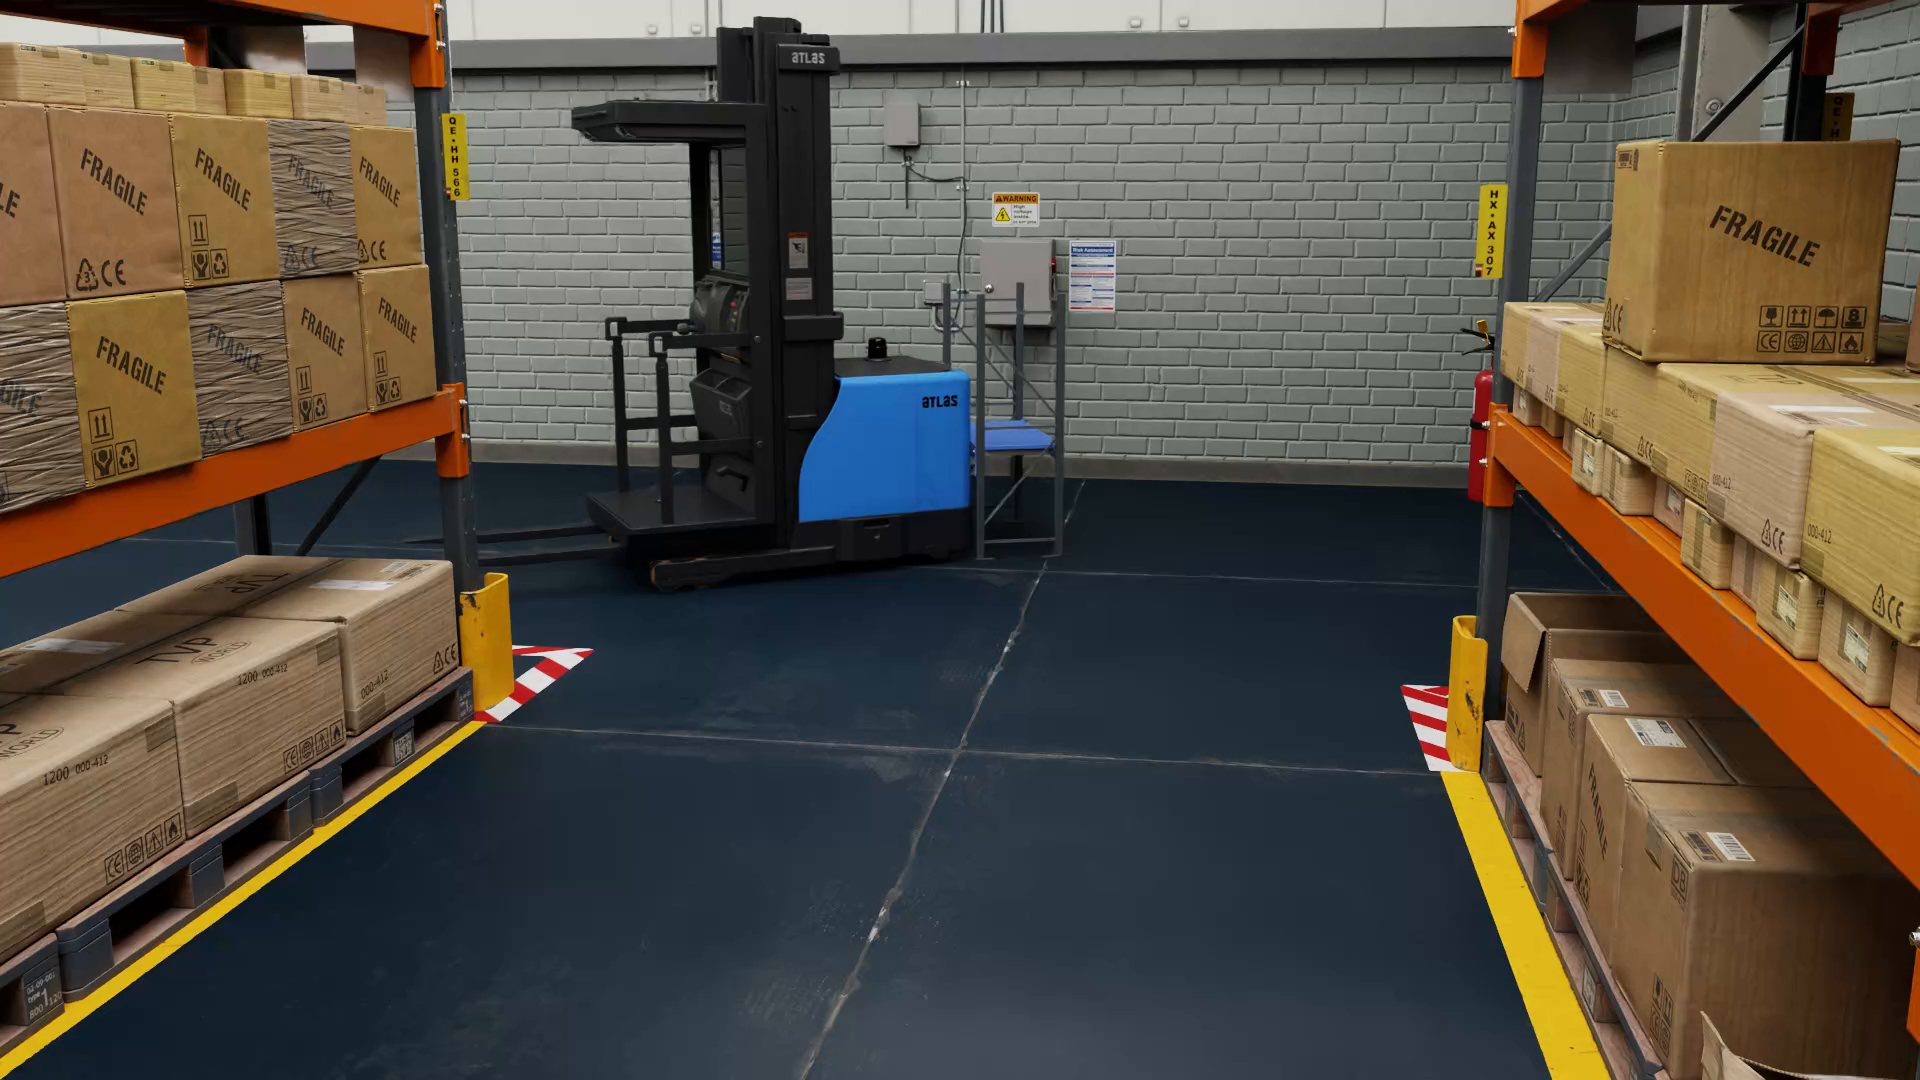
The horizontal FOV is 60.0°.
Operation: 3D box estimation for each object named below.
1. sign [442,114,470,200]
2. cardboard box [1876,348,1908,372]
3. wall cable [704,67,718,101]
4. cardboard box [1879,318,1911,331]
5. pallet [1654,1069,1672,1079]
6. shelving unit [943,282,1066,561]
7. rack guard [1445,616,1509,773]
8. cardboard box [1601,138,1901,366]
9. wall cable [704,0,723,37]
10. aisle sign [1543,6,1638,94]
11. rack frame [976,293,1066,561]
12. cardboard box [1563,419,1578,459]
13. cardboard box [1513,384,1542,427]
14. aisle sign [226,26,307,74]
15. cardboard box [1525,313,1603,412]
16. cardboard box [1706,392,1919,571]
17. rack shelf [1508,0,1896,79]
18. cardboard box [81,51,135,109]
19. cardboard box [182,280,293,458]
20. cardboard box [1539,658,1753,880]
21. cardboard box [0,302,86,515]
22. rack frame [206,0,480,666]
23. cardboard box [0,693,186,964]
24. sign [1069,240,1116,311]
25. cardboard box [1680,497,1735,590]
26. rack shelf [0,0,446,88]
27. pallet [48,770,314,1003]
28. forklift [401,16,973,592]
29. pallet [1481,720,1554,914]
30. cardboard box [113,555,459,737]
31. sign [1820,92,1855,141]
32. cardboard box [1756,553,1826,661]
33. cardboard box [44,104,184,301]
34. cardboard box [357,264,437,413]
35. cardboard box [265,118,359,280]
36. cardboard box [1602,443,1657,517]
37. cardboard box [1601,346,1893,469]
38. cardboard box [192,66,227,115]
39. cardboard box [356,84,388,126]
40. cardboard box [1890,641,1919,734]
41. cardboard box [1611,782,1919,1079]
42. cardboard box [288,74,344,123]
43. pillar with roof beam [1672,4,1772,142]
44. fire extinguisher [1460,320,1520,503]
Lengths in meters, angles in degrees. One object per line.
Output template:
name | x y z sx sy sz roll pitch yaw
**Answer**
sign | -1.946 -1.476 6.411 0.100 0.325 0.005 2 12 9
cardboard box | 2.375 -0.303 3.930 0.500 0.250 0.500 2 12 9
wall cable | -1.636 -2.501 11.993 0.585 1.953 0.123 2 12 9
cardboard box | 2.536 -0.515 4.913 0.500 0.250 0.500 2 12 9
pallet | 1.916 1.398 3.004 1.003 0.211 1.213 2 12 9
shelving unit | 0.241 -0.734 9.837 0.538 1.500 1.048 -2 12 -11
rack guard | 2.413 0.583 6.100 1.175 0.500 0.348 2 12 9
cardboard box | 1.859 -0.695 3.969 0.500 0.500 0.500 2 12 10
wall cable | -1.884 -4.940 11.558 0.463 3.000 0.029 2 12 9
aisle sign | 2.145 -1.949 5.747 0.394 0.787 0.004 2 12 9
rack frame | 0.338 -0.628 9.349 0.500 1.500 0.032 -2 12 -11
cardboard box | 2.004 -0.311 4.914 0.380 0.149 0.250 2 12 10
cardboard box | 2.103 -0.472 5.661 0.380 0.149 0.250 2 12 8
aisle sign | -2.756 -2.110 6.492 0.394 0.787 0.004 2 12 9
cardboard box | 2.012 -0.536 5.010 0.500 0.250 0.500 2 12 9
cardboard box | 1.710 -0.113 3.046 0.500 0.250 0.500 2 12 9
rack shelf | 2.117 -1.353 3.738 1.077 0.370 4.000 2 12 9
cardboard box | -2.538 -1.267 4.601 0.380 0.149 0.250 2 12 10
cardboard box | -2.454 -0.543 5.156 0.500 0.500 0.500 2 12 10
cardboard box | 2.067 0.663 4.733 0.700 0.500 0.500 2 12 11
cardboard box | -2.600 -0.328 4.158 0.500 0.500 0.500 2 12 9
rack frame | -2.480 -0.815 6.653 1.000 3.000 0.127 2 12 9
cardboard box | -2.756 0.752 4.470 0.875 0.438 0.875 2 12 7
sign | 0.937 -1.871 11.782 0.329 0.494 0.001 2 12 9
cardboard box | 1.723 0.009 3.429 0.380 0.149 0.250 2 12 8
rack shelf | -2.788 -1.513 4.481 1.077 0.370 4.000 2 12 9
pallet | -2.716 0.971 4.988 1.003 0.211 1.213 2 12 9
forklift | -1.489 -1.285 8.997 3.031 2.935 1.130 -5 13 -24
pallet | 2.292 0.891 5.361 1.003 0.211 1.213 2 12 9
cardboard box | -2.483 0.373 6.226 0.875 0.438 0.875 1 12 7
sign | 2.970 -1.353 5.652 0.100 0.325 0.005 2 12 9
cardboard box | 1.644 0.117 2.929 0.380 0.149 0.250 2 12 10
cardboard box | -2.529 -0.927 4.564 0.500 0.500 0.500 2 12 8
cardboard box | -2.293 -0.754 6.137 0.500 0.500 0.500 2 12 9
cardboard box | -2.370 -1.134 5.527 0.500 0.500 0.500 2 12 9
cardboard box | 1.836 -0.150 4.166 0.380 0.149 0.250 2 12 10
cardboard box | 1.879 -0.323 4.023 0.500 0.250 0.500 2 12 7
cardboard box | -2.499 -1.375 5.102 0.380 0.149 0.250 2 12 8
cardboard box | -2.337 -1.588 6.092 0.380 0.149 0.250 2 12 9
cardboard box | 1.609 0.226 2.419 0.380 0.149 0.250 2 12 9
cardboard box | 1.908 0.879 3.730 0.700 0.500 0.500 1 12 7
cardboard box | -2.309 -1.478 5.581 0.380 0.149 0.250 2 12 8
pillar with roof beam | -0.523 -4.259 8.395 9.100 9.000 0.400 2 12 9
fire extinguisher | 1.991 -0.480 6.169 0.296 0.674 0.183 2 12 9
